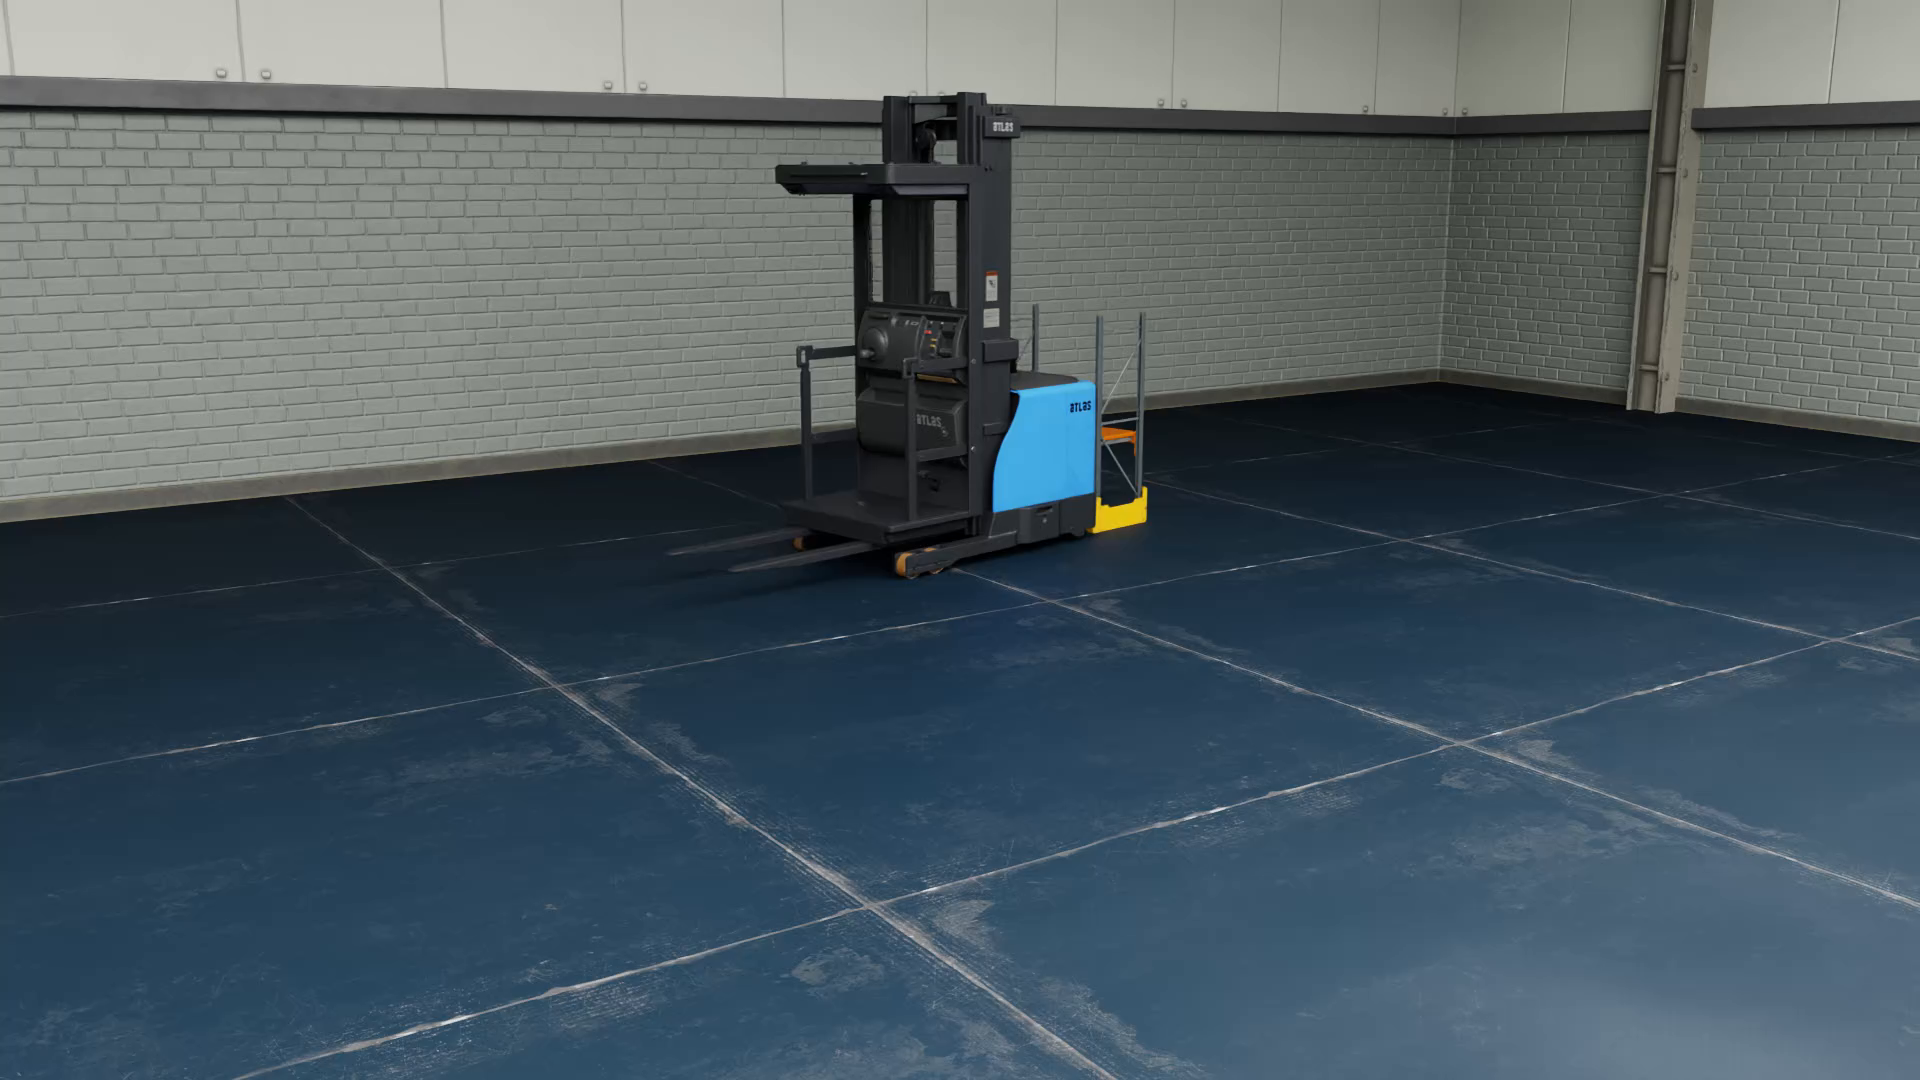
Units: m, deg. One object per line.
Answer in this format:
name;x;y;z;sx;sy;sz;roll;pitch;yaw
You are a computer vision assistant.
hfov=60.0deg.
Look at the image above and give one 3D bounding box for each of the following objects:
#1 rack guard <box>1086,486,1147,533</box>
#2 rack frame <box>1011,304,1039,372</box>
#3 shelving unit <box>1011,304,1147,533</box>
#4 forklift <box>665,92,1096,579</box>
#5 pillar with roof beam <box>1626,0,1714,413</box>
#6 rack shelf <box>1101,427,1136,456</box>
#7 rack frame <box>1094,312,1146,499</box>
rack guard;1.113;-0.218;11.770;0.587;0.250;0.087;-12;17;-43
rack frame;0.399;-0.983;12.342;0.500;1.500;0.032;-12;17;-43
shelving unit;0.763;-0.904;11.983;0.587;1.500;1.083;-12;17;-43
forklift;-0.462;-1.313;10.506;3.031;2.935;1.130;-12;17;-44
pillar with roof beam;3.757;-5.267;14.382;9.100;9.000;0.400;-8;15;-33
rack shelf;0.756;-0.730;12.027;0.538;0.185;1.000;-12;17;-43
rack frame;1.114;-0.828;11.636;0.500;1.500;0.032;-12;17;-43
